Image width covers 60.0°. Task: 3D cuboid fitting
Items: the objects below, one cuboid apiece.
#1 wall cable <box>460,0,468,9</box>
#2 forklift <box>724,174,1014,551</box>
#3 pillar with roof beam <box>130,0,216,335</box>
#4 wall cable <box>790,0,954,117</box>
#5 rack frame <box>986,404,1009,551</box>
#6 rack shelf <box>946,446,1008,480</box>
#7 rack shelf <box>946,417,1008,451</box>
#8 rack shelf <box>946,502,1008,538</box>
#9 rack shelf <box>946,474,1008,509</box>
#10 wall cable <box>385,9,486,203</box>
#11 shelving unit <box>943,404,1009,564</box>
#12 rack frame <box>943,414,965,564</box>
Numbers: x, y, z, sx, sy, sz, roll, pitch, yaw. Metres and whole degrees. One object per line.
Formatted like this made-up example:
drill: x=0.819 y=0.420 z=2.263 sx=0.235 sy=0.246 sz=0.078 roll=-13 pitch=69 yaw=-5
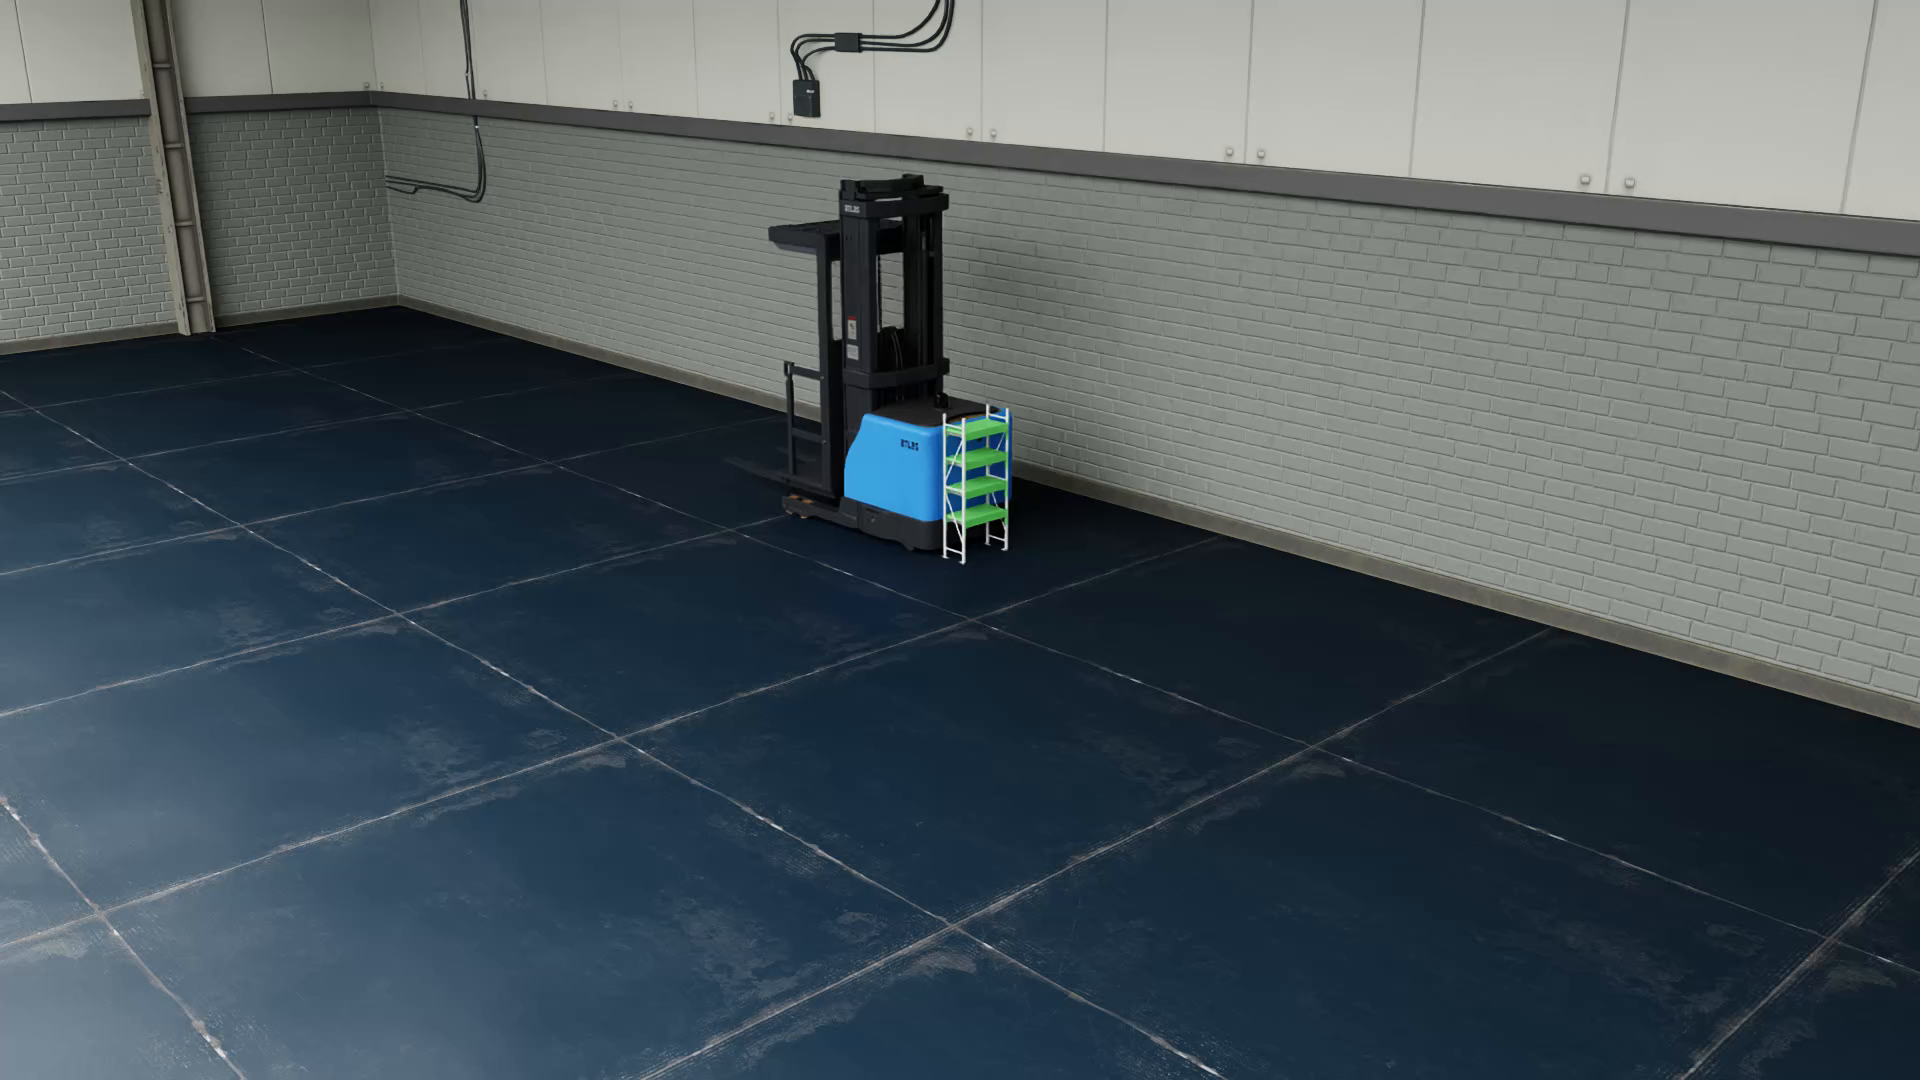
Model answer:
wall cable: x=-5.535 y=-7.776 z=20.225 sx=0.112 sy=2.526 sz=3.097 roll=-16 pitch=24 yaw=-41
forklift: x=-0.929 y=-1.678 z=14.406 sx=1.130 sy=2.935 sz=3.031 roll=-17 pitch=24 yaw=-41
pillar with roof beam: x=-7.485 y=-6.165 z=18.408 sx=0.400 sy=9.000 sz=9.100 roll=-16 pitch=24 yaw=-41
wall cable: x=-0.883 y=-6.944 z=15.298 sx=0.169 sy=6.003 sz=2.305 roll=-16 pitch=24 yaw=-41
rack frame: x=0.305 y=-0.509 z=13.608 sx=0.015 sy=1.200 sz=0.240 roll=-17 pitch=24 yaw=-41
rack shelf: x=0.129 y=-0.624 z=13.392 sx=0.480 sy=0.148 sz=0.258 roll=-17 pitch=24 yaw=-41
rack shelf: x=0.130 y=-0.852 z=13.318 sx=0.480 sy=0.148 sz=0.258 roll=-17 pitch=24 yaw=-41
rack shelf: x=0.129 y=-0.167 z=13.541 sx=0.480 sy=0.148 sz=0.258 roll=-17 pitch=24 yaw=-41
rack shelf: x=0.129 y=-0.396 z=13.467 sx=0.480 sy=0.148 sz=0.258 roll=-17 pitch=24 yaw=-41
wall cable: x=-7.394 y=-5.980 z=22.873 sx=0.112 sy=2.526 sz=3.097 roll=-16 pitch=24 yaw=-41
shelving unit: x=0.129 y=-0.456 z=13.447 sx=0.503 sy=1.200 sz=0.258 roll=-17 pitch=24 yaw=-41
rack frame: x=-0.046 y=-0.404 z=13.286 sx=0.015 sy=1.200 sz=0.240 roll=-17 pitch=24 yaw=-41
